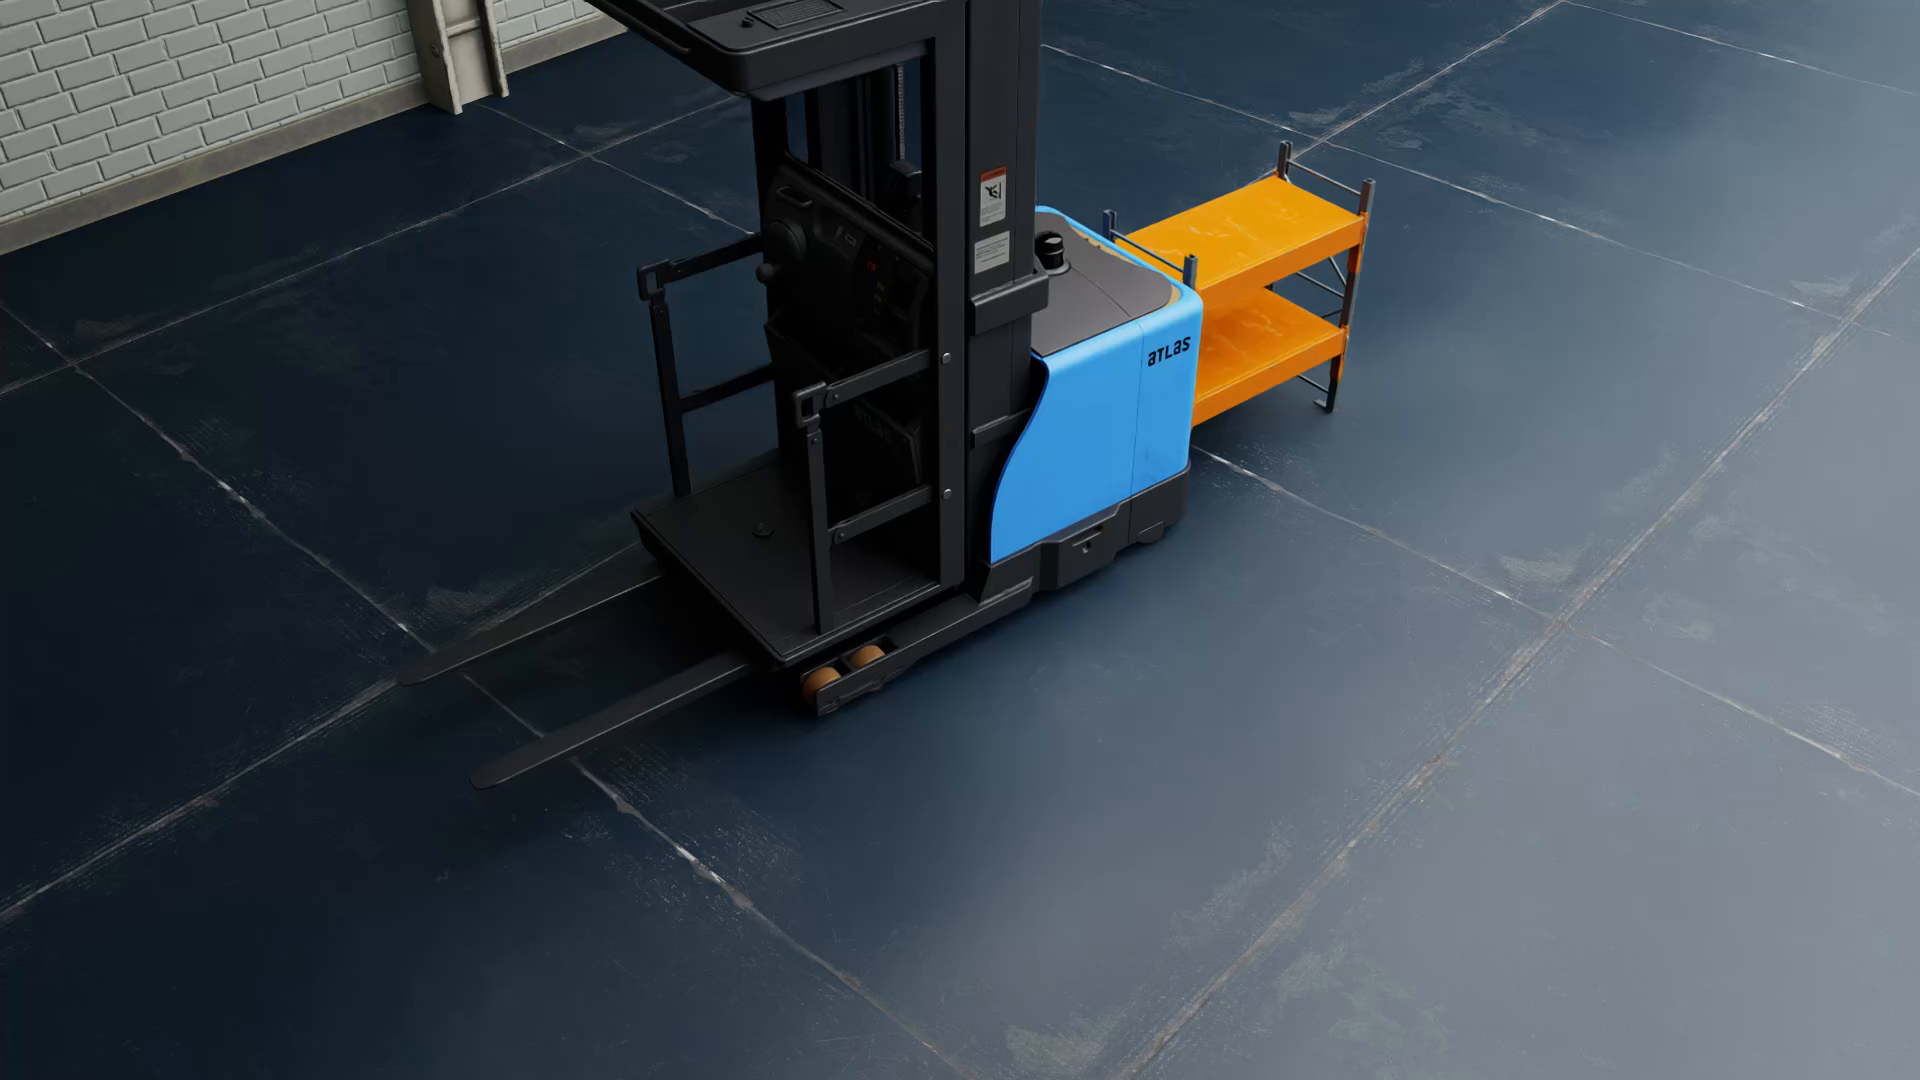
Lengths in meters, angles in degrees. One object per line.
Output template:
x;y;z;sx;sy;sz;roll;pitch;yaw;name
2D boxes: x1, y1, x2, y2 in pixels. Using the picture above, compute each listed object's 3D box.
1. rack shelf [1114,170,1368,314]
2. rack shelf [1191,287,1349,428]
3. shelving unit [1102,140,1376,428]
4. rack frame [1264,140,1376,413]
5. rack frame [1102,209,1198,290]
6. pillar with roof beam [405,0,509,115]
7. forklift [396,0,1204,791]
1.132;-1.170;6.847;1.000;0.278;0.538;-26;45;-29;rack shelf
1.132;-0.749;7.182;1.000;0.278;0.538;-26;45;-29;rack shelf
1.132;-0.941;7.029;1.048;1.125;0.538;-26;45;-29;shelving unit
1.530;-1.138;7.277;0.032;1.125;0.500;-26;45;-29;rack frame
0.734;-0.744;6.782;0.032;1.125;0.500;-26;45;-29;rack frame
0.176;-4.414;5.070;9.100;9.000;0.400;30;47;32;pillar with roof beam
-0.558;-0.898;5.525;3.031;2.935;1.130;-25;45;-28;forklift
